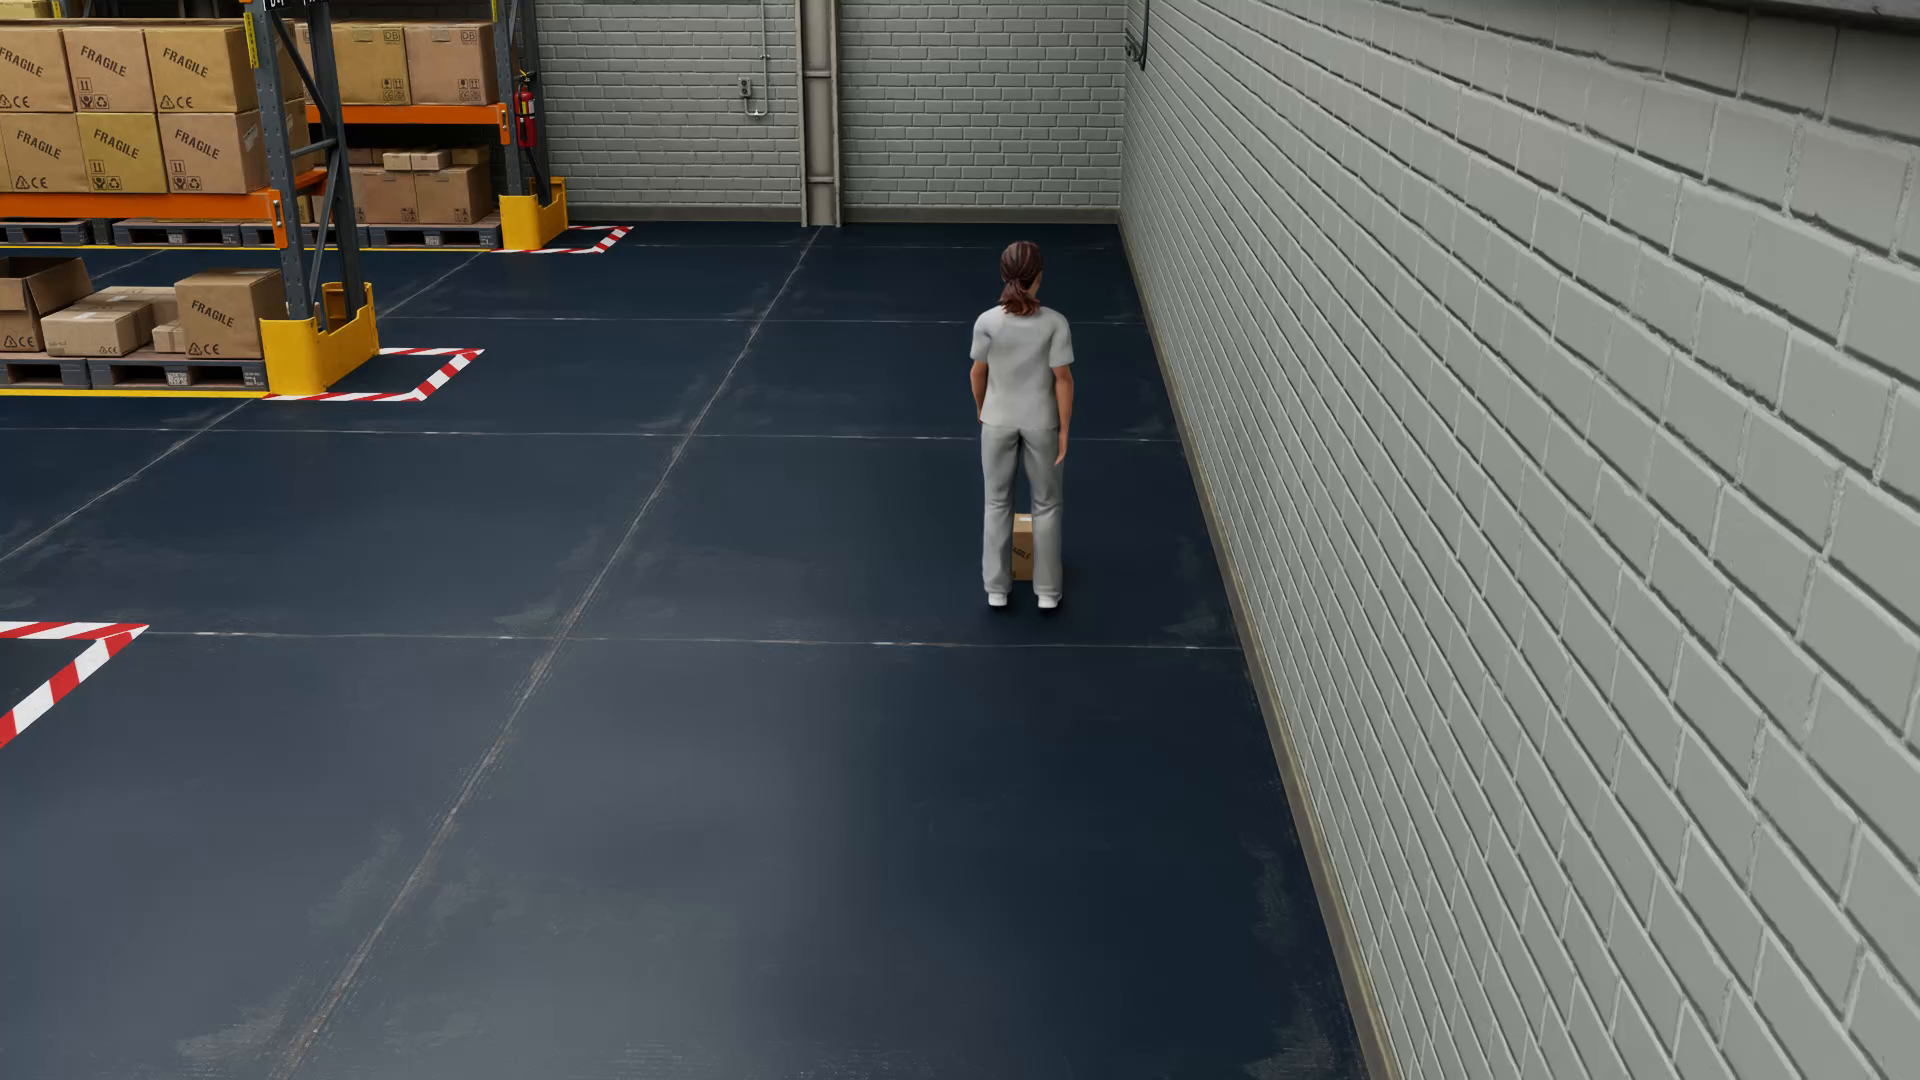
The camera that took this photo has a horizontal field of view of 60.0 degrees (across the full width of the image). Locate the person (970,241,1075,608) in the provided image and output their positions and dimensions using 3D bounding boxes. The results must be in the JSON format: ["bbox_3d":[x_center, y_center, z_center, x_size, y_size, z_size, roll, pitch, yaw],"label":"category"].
[{"bbox_3d":[0.271,-0.483,7.317,0.455,1.692,0.478,2,21,5],"label":"person"}]
